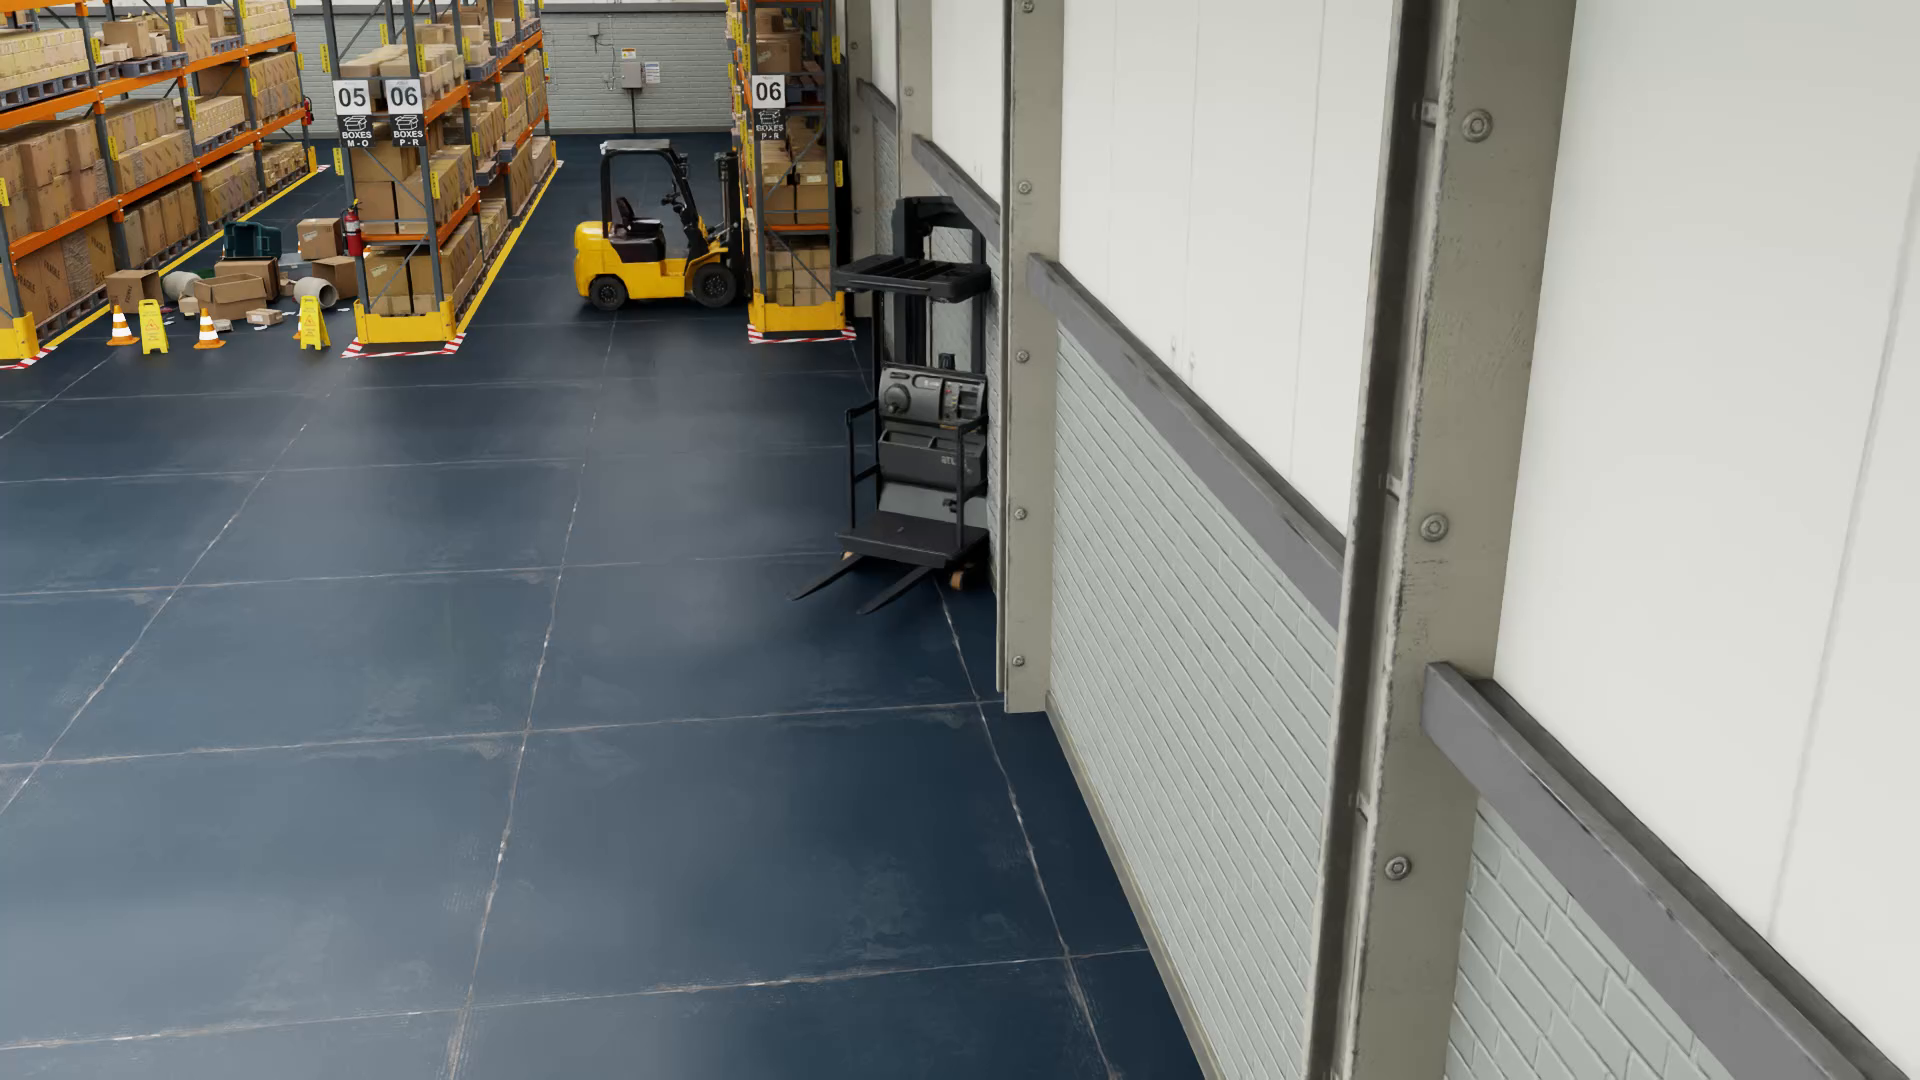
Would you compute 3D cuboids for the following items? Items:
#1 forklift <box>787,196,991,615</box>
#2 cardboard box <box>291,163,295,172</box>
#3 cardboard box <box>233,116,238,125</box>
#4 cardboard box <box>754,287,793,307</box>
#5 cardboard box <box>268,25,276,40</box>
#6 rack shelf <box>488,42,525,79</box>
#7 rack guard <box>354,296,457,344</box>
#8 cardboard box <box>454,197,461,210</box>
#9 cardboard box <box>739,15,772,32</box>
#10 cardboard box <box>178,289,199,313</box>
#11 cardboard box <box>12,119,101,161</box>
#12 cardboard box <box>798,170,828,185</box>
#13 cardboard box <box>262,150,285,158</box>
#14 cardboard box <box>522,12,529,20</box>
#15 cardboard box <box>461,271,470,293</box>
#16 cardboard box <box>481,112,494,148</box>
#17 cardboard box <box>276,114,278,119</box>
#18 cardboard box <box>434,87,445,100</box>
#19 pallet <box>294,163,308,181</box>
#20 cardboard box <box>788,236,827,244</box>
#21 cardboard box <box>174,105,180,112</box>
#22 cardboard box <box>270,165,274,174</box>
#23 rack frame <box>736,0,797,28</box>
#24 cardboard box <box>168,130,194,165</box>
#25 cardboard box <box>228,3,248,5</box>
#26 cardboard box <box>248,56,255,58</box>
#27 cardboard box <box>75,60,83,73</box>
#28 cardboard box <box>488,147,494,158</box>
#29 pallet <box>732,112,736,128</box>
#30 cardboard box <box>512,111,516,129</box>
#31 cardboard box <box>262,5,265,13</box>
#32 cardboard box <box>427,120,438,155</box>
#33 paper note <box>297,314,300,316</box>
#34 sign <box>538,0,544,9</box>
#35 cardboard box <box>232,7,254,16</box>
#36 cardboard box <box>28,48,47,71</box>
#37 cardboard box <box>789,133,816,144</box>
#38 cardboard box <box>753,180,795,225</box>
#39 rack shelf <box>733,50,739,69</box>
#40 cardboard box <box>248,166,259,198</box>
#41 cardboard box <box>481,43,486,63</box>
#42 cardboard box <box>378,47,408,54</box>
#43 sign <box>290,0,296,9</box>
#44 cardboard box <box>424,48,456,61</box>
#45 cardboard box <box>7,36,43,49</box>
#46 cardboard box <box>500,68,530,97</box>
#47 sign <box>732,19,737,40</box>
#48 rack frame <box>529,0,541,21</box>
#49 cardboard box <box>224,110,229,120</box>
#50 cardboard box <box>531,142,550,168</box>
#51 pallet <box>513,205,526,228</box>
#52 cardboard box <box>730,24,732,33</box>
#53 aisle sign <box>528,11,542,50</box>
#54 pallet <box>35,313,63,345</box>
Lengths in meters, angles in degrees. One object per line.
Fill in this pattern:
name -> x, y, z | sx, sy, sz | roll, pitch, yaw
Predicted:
forklift -> -0.320, -1.143, 13.162 | 1.130, 2.935, 3.031 | 10, 23, 25
cardboard box -> -13.671, -7.528, 33.633 | 0.380, 0.149, 0.250 | -4, 21, -10
cardboard box -> -13.289, -7.578, 30.052 | 0.380, 0.149, 0.250 | -3, 21, -8
cardboard box -> -2.470, -3.240, 22.008 | 0.500, 0.250, 0.500 | -3, 21, -7
cardboard box -> -13.628, -9.847, 32.295 | 0.500, 0.250, 0.500 | -2, 21, -5
rack shelf -> -8.442, -8.463, 29.404 | 1.077, 0.370, 4.000 | -3, 21, -8
rack guard -> -7.011, -2.788, 21.041 | 1.175, 0.500, 0.348 | -3, 21, -8
cardboard box -> -6.999, -4.575, 22.612 | 0.380, 0.149, 0.250 | -3, 21, -7
cardboard box -> -3.232, -8.035, 26.342 | 0.500, 0.500, 0.500 | -2, 21, -6
cardboard box -> -10.391, -3.250, 22.613 | 0.396, 0.266, 0.258 | 1, 20, 2
cardboard box -> -12.442, -5.480, 22.917 | 0.875, 0.550, 0.550 | -3, 21, -8
cardboard box -> -1.881, -4.666, 21.426 | 0.380, 0.149, 0.250 | -3, 21, -9
cardboard box -> -13.724, -7.704, 33.255 | 0.380, 0.149, 0.250 | -4, 21, -10
cardboard box -> -9.013, -10.711, 34.011 | 0.380, 0.149, 0.250 | -5, 21, -12
cardboard box -> -7.000, -3.500, 22.704 | 0.500, 0.250, 0.500 | -2, 21, -4
cardboard box -> -7.576, -6.400, 25.971 | 0.500, 0.500, 0.500 | -4, 21, -10
cardboard box -> -13.654, -8.344, 32.703 | 0.380, 0.149, 0.250 | -2, 21, -6
cardboard box -> -6.917, -5.799, 21.601 | 0.380, 0.149, 0.250 | -3, 21, -7
pallet -> -14.098, -7.572, 34.263 | 1.003, 0.211, 1.213 | -3, 21, -8
cardboard box -> -2.047, -3.910, 22.374 | 0.500, 0.250, 0.500 | -3, 21, -8
cardboard box -> -13.783, -7.460, 28.886 | 0.380, 0.149, 0.250 | -2, 21, -6
cardboard box -> -13.582, -7.205, 32.342 | 0.380, 0.149, 0.250 | -4, 21, -11
rack frame -> -3.242, -9.765, 27.574 | 1.000, 3.000, 0.127 | -3, 21, -8
cardboard box -> -12.707, -6.323, 26.789 | 0.500, 0.500, 0.500 | -3, 21, -8
cardboard box -> -14.207, -10.465, 32.666 | 0.380, 0.149, 0.250 | -2, 21, -6
cardboard box -> -14.257, -9.318, 32.955 | 0.500, 0.500, 0.500 | -3, 21, -9
cardboard box -> -12.055, -6.367, 22.379 | 0.380, 0.149, 0.250 | -3, 21, -7
cardboard box -> -7.504, -6.057, 25.979 | 0.380, 0.149, 0.250 | -2, 21, -6
pallet -> -3.812, -7.967, 31.609 | 1.003, 0.211, 1.213 | -3, 21, -8
cardboard box -> -8.115, -7.407, 29.334 | 0.500, 0.250, 0.500 | -3, 21, -8
cardboard box -> -13.609, -10.219, 32.008 | 0.380, 0.149, 0.250 | -4, 21, -9
cardboard box -> -7.676, -5.631, 23.083 | 0.700, 0.500, 0.500 | -3, 21, -7
paper note -> -8.908, -3.036, 22.405 | 0.032, 0.001, 0.123 | -3, 21, -8
sign -> -8.768, -11.278, 34.760 | 0.100, 0.325, 0.005 | -3, 21, -8
cardboard box -> -13.507, -9.944, 31.271 | 0.380, 0.149, 0.250 | -4, 21, -9
cardboard box -> -11.919, -6.070, 21.015 | 0.500, 0.250, 0.500 | -3, 21, -8
cardboard box -> -2.274, -5.784, 23.995 | 0.380, 0.149, 0.250 | -3, 21, -8
cardboard box -> -2.420, -4.389, 21.610 | 0.500, 0.500, 0.500 | -3, 21, -9
rack shelf -> -3.531, -8.715, 30.078 | 1.077, 0.370, 4.000 | -3, 21, -8
cardboard box -> -13.258, -6.585, 30.607 | 0.500, 0.500, 0.500 | -3, 21, -9
cardboard box -> -7.339, -7.248, 24.735 | 0.500, 0.250, 0.500 | -3, 21, -8
cardboard box -> -7.759, -6.673, 22.802 | 0.380, 0.149, 0.250 | -4, 21, -10
sign -> -13.639, -11.029, 33.980 | 0.100, 0.325, 0.005 | -3, 21, -8
cardboard box -> -7.086, -6.616, 22.650 | 0.380, 0.149, 0.250 | -2, 21, -6
cardboard box -> -11.873, -6.301, 21.064 | 0.380, 0.149, 0.250 | -3, 21, -7
cardboard box -> -8.559, -8.780, 31.939 | 0.500, 0.500, 0.500 | -3, 21, -7
sign -> -3.780, -8.575, 27.937 | 0.100, 0.325, 0.005 | -3, 21, -8
rack frame -> -9.307, -12.283, 34.316 | 1.000, 3.000, 0.127 | -3, 21, -8
cardboard box -> -13.209, -7.532, 29.503 | 0.380, 0.149, 0.250 | -4, 21, -11
cardboard box -> -8.973, -7.929, 34.295 | 0.875, 0.438, 0.875 | -2, 21, -6
pallet -> -8.193, -5.673, 29.178 | 1.003, 0.211, 1.213 | -3, 21, -8
cardboard box -> -3.992, -9.305, 30.246 | 0.380, 0.149, 0.250 | -2, 21, -6
aisle sign -> -9.011, -10.731, 35.019 | 0.394, 0.787, 0.004 | -3, 21, -8
pallet -> -12.077, -2.615, 20.990 | 1.003, 0.211, 1.213 | -3, 21, -8
